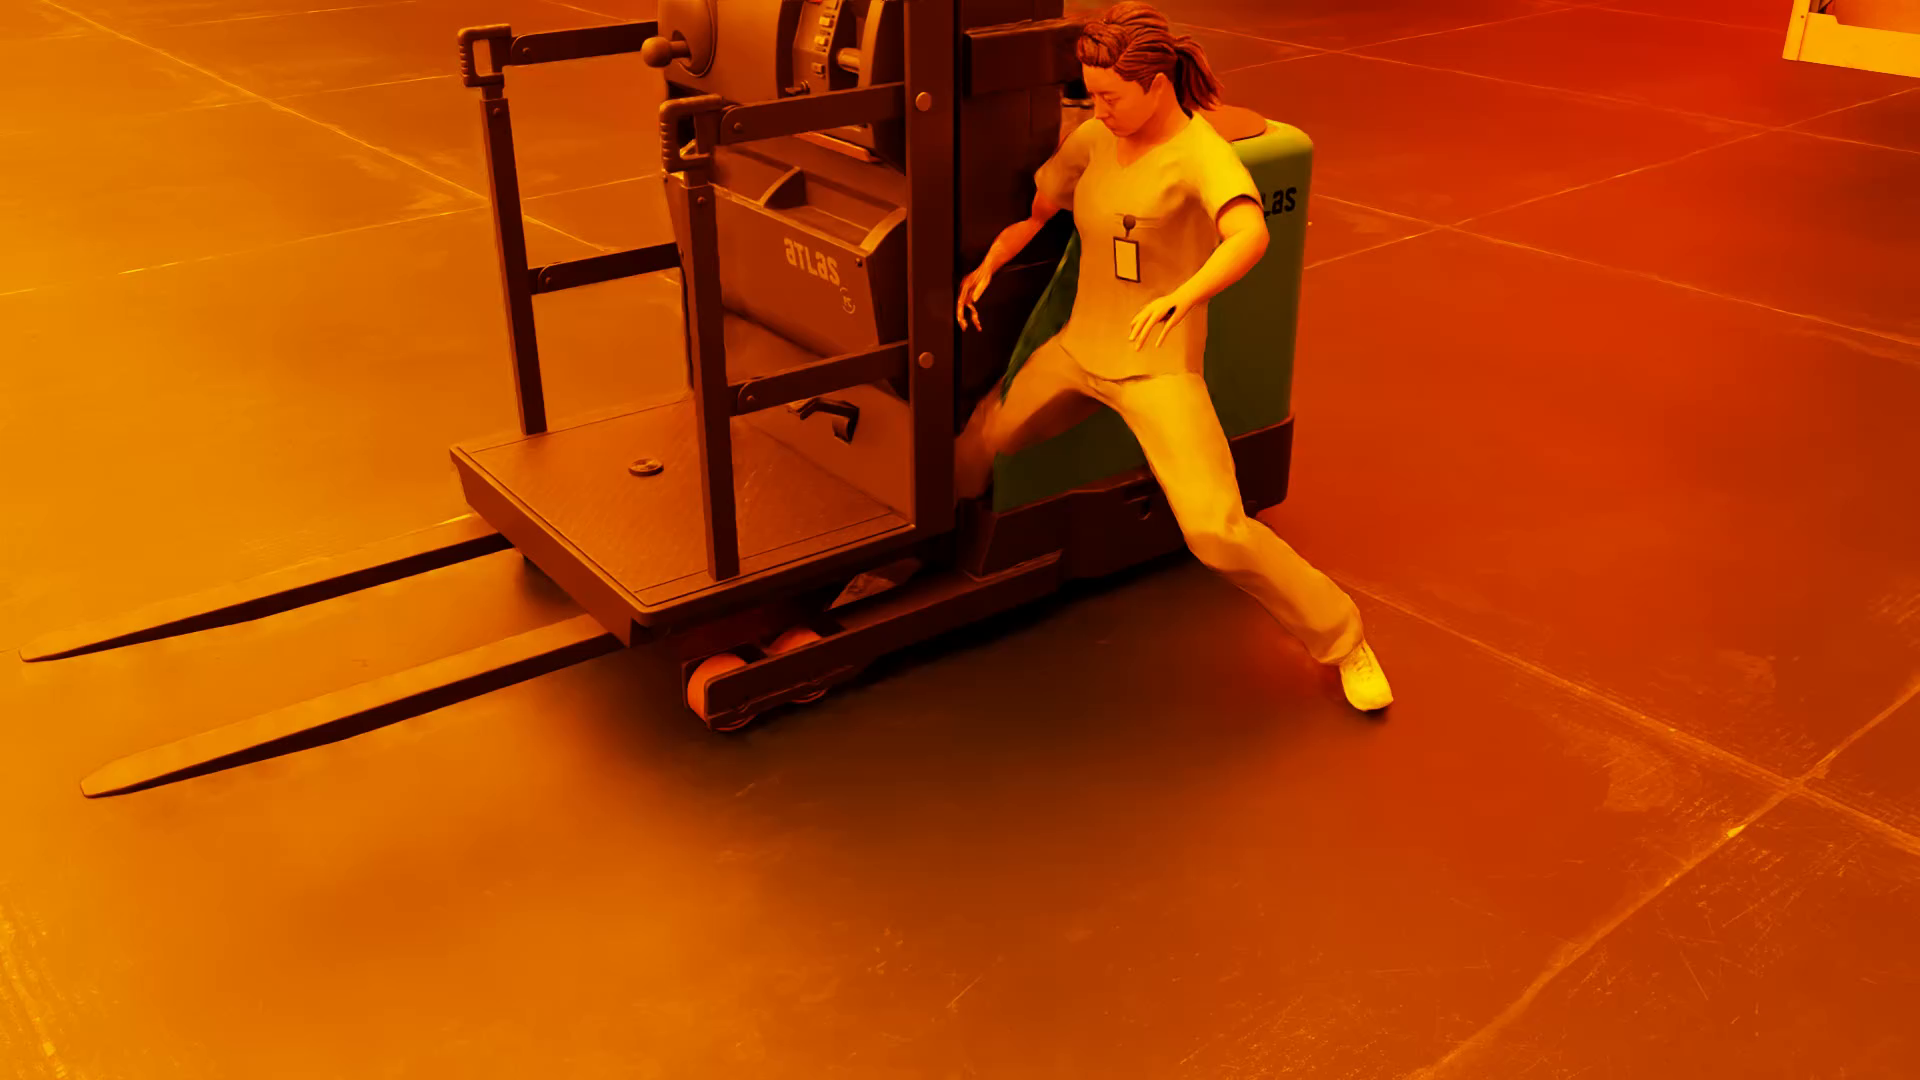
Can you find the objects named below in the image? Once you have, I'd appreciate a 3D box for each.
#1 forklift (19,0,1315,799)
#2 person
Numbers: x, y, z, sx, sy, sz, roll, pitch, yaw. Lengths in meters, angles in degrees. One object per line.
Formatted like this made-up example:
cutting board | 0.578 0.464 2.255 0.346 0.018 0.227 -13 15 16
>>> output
forklift | -0.582 -1.160 3.542 3.031 2.935 1.130 -18 32 -32
person | 0.321 -0.388 3.608 0.861 1.480 1.227 -21 33 -35
